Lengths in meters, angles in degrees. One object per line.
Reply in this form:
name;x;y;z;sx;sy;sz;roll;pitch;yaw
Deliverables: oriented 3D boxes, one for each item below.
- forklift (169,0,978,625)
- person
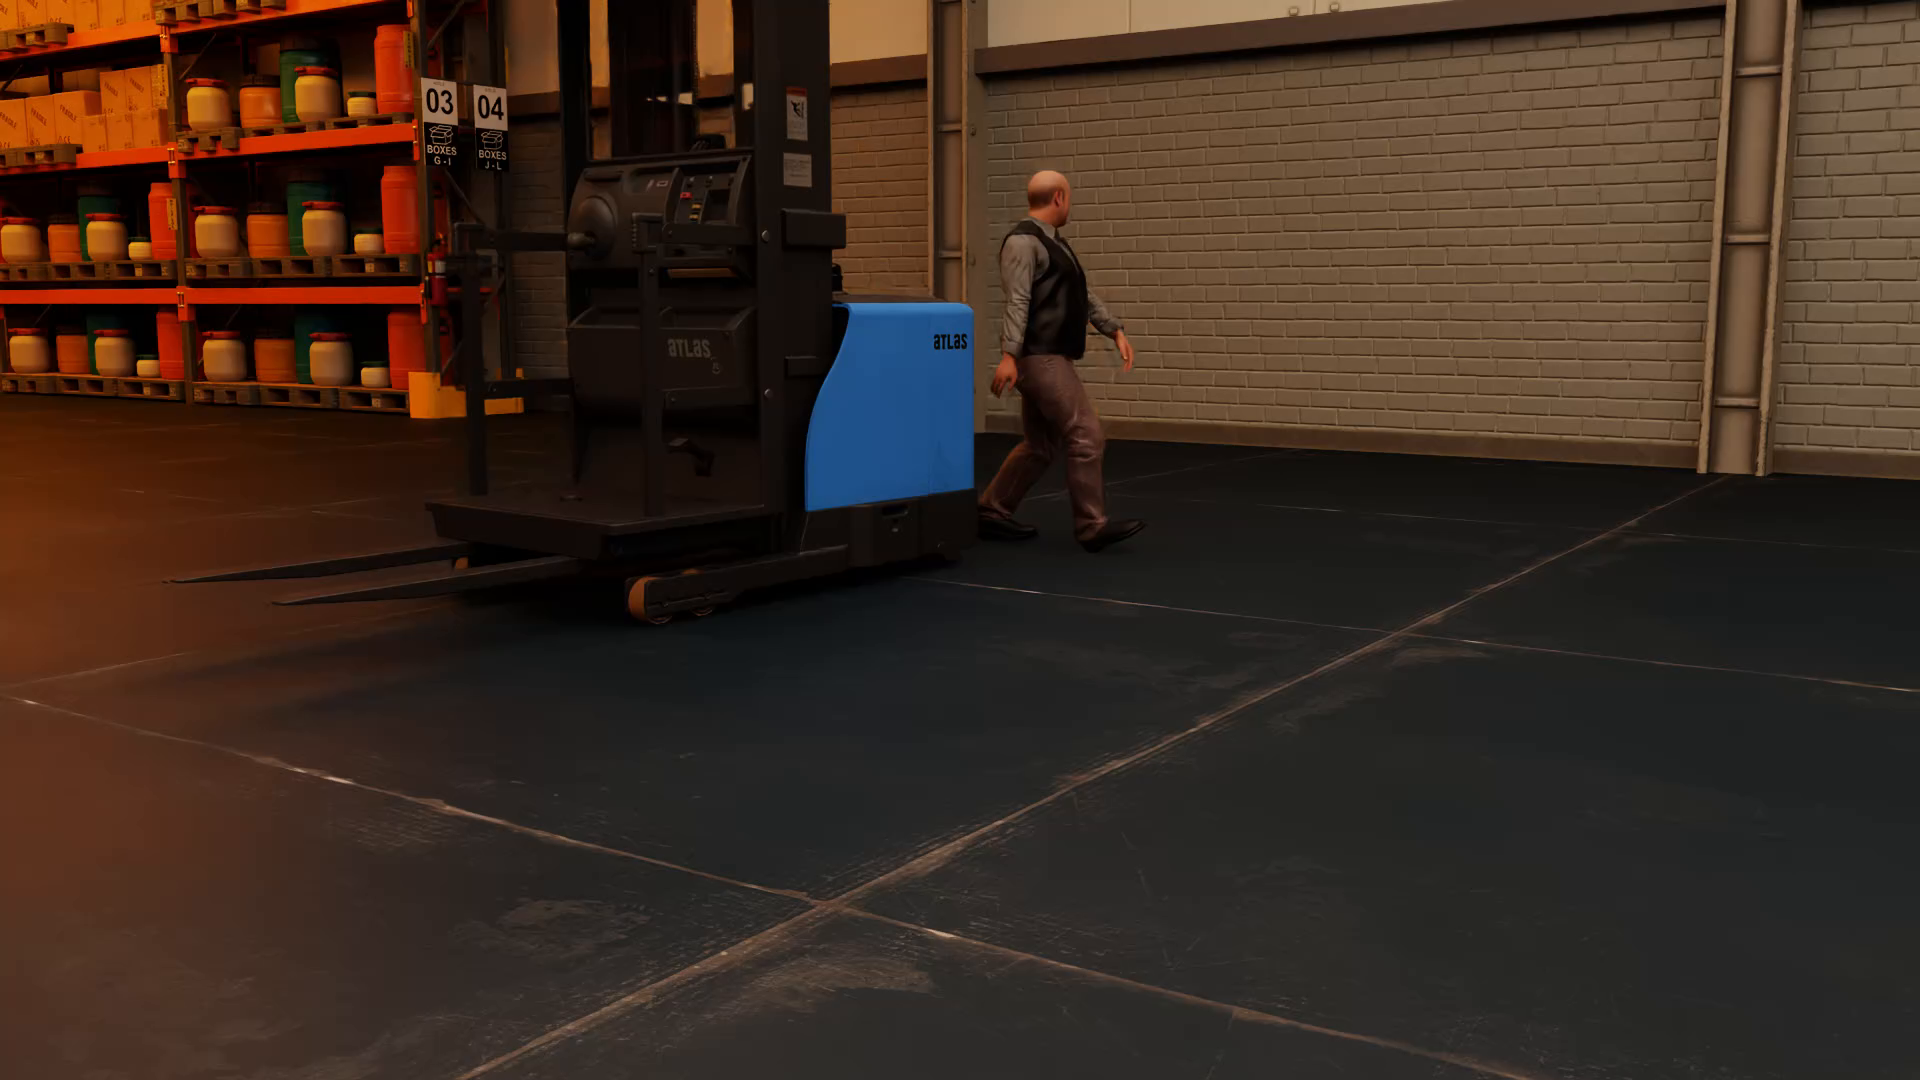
forklift;-1.244;-1.244;5.942;1.130;2.935;3.031;7;10;39
person;0.420;-0.782;7.312;0.871;1.668;0.668;2;8;16
